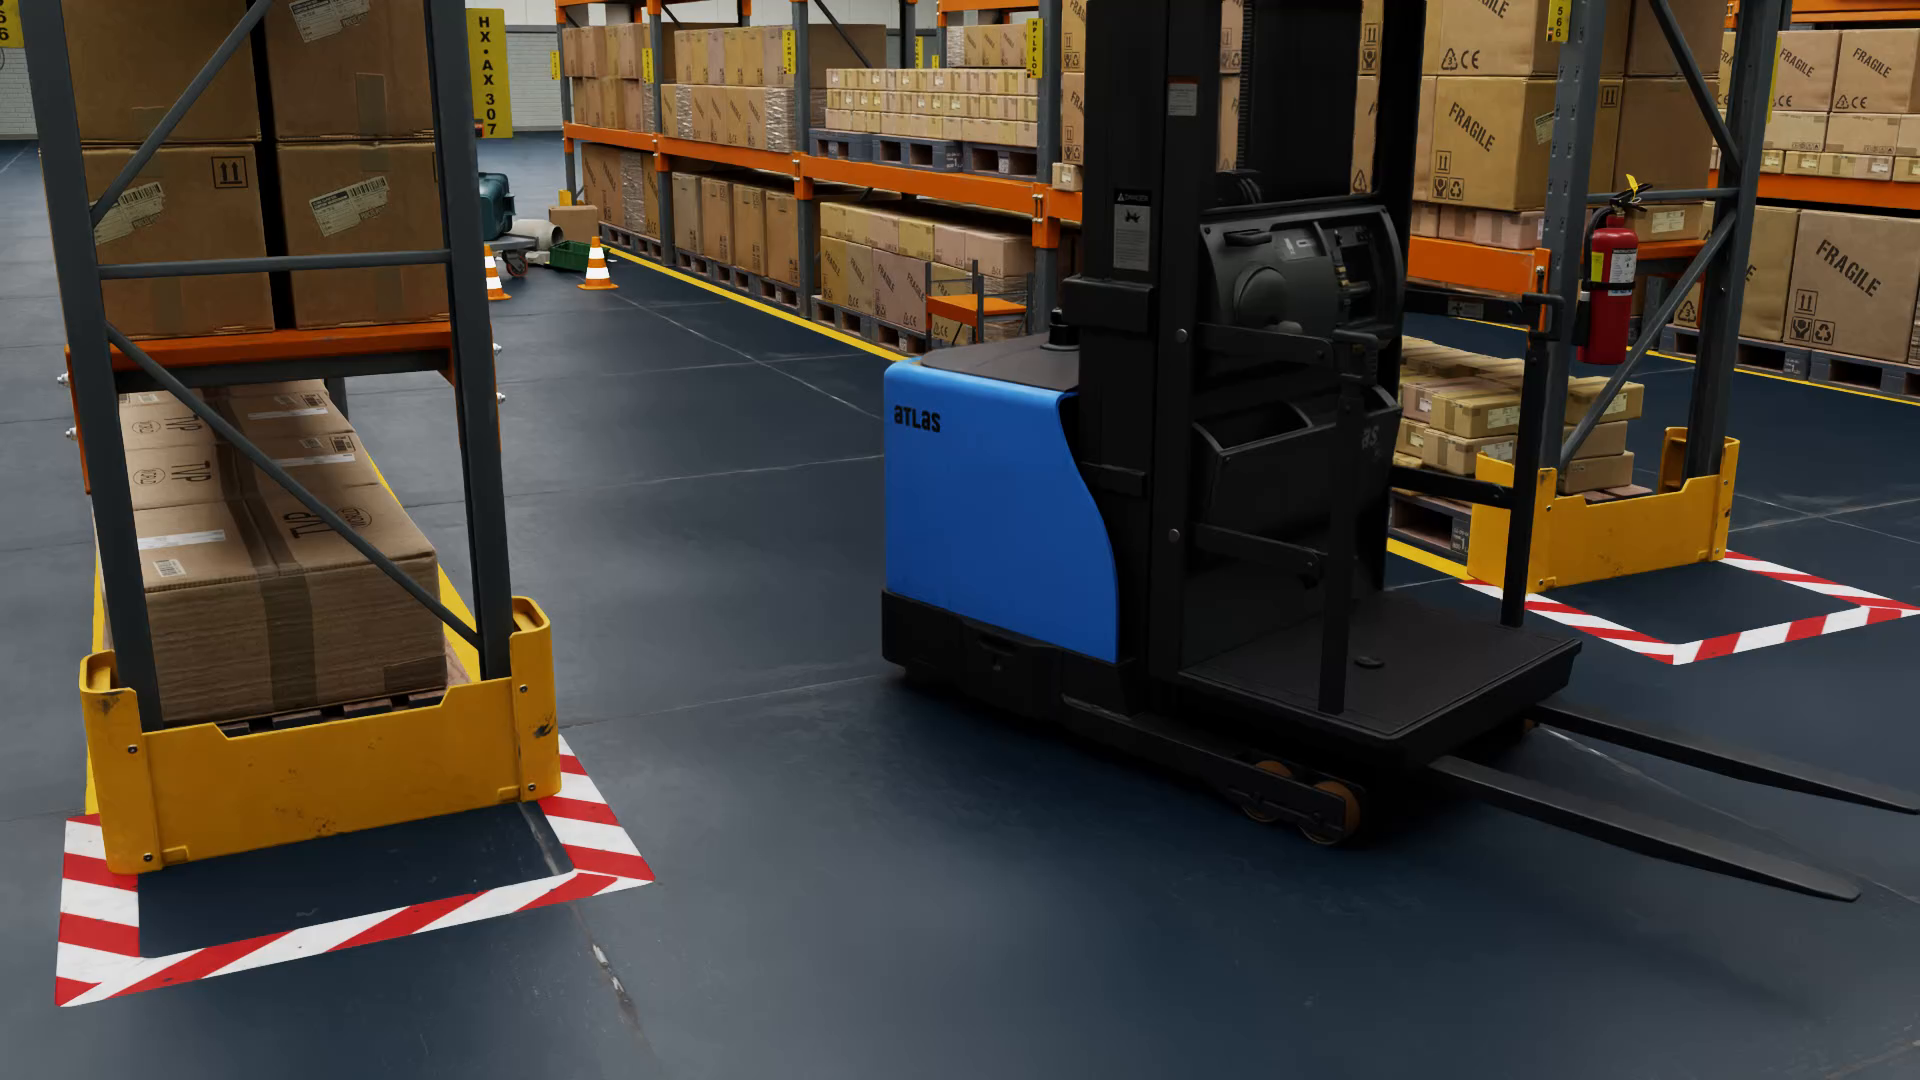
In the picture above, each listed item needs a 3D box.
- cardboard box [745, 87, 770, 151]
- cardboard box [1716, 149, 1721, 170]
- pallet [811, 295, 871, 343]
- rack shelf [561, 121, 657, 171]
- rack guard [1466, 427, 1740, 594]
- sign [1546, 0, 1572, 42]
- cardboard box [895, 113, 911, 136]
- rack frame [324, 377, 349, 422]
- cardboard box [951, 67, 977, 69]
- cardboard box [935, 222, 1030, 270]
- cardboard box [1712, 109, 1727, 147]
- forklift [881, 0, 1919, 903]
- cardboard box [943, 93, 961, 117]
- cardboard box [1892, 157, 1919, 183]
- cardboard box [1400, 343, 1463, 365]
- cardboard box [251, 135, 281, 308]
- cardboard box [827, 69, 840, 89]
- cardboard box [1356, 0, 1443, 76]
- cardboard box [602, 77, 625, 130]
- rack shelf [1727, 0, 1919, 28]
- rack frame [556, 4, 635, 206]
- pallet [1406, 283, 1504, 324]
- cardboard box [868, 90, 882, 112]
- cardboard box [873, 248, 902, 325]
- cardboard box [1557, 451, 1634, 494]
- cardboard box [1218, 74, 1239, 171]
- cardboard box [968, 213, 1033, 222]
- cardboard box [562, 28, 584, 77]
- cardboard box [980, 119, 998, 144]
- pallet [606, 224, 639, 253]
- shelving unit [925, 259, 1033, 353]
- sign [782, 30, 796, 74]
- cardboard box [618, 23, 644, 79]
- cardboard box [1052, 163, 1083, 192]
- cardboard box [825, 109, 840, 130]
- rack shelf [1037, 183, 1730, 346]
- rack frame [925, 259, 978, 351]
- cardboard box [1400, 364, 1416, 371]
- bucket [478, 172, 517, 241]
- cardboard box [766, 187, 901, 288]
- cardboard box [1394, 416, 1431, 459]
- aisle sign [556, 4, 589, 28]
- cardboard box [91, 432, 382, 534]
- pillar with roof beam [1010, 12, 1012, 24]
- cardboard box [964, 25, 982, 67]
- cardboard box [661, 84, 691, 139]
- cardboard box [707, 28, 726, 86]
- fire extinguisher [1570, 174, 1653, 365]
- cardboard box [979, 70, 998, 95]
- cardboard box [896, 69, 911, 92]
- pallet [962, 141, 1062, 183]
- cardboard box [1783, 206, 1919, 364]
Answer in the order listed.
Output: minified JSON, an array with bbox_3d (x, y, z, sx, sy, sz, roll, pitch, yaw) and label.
[{"bbox_3d":[-1.486,-3.554,14.017,0.500,0.500,0.500,-8,18,-25],"label":"cardboard box"},{"bbox_3d":[5.371,-2.586,11.280,0.380,0.149,0.250,-8,18,-27],"label":"cardboard box"},{"bbox_3d":[-0.489,-1.769,13.032,1.003,0.211,1.213,-8,18,-25],"label":"pallet"},{"bbox_3d":[-3.459,-4.445,18.606,1.077,0.370,4.000,-8,18,-25],"label":"rack shelf"},{"bbox_3d":[2.642,-0.137,6.821,1.175,0.500,0.348,-8,18,-25],"label":"rack guard"},{"bbox_3d":[2.167,-1.966,5.991,0.100,0.325,0.005,-8,18,-25],"label":"sign"},{"bbox_3d":[-0.233,-2.920,11.683,0.380,0.149,0.250,-7,18,-24],"label":"cardboard box"},{"bbox_3d":[-3.483,-1.688,7.695,1.000,3.000,0.127,-8,18,-25],"label":"rack frame"},{"bbox_3d":[0.385,-5.912,21.695,0.875,0.500,0.500,-8,18,-25],"label":"cardboard box"},{"bbox_3d":[0.156,-1.955,11.037,0.500,0.250,0.500,-7,17,-22],"label":"cardboard box"},{"bbox_3d":[5.396,-2.808,11.331,0.500,0.250,0.500,-8,18,-26],"label":"cardboard box"},{"bbox_3d":[1.135,-0.759,4.581,3.031,2.935,1.130,15,22,43],"label":"forklift"},{"bbox_3d":[0.111,-2.869,10.965,0.380,0.149,0.250,-9,18,-28],"label":"cardboard box"},{"bbox_3d":[5.940,-2.265,10.161,0.380,0.149,0.250,-8,18,-26],"label":"cardboard box"},{"bbox_3d":[2.230,-0.861,8.142,0.380,0.149,0.250,-7,17,-23],"label":"cardboard box"},{"bbox_3d":[-1.930,-1.020,5.186,0.500,0.500,0.500,-8,18,-26],"label":"cardboard box"},{"bbox_3d":[-0.800,-3.531,12.733,0.380,0.149,0.250,-8,18,-25],"label":"cardboard box"},{"bbox_3d":[2.029,-2.200,6.946,0.500,0.500,0.500,-8,18,-27],"label":"cardboard box"},{"bbox_3d":[-3.469,-4.858,18.470,0.875,0.550,0.500,-8,18,-25],"label":"cardboard box"},{"bbox_3d":[11.704,-6.665,20.906,1.077,0.370,4.000,-8,18,-25],"label":"rack shelf"},{"bbox_3d":[-4.335,-5.287,20.235,1.000,3.000,0.127,-8,18,-25],"label":"rack frame"},{"bbox_3d":[4.481,-2.030,13.943,1.003,0.211,1.213,-8,18,-25],"label":"pallet"},{"bbox_3d":[-0.447,-3.188,12.076,0.380,0.149,0.250,-8,18,-25],"label":"cardboard box"},{"bbox_3d":[-0.297,-1.846,12.016,0.500,0.500,0.500,-8,18,-26],"label":"cardboard box"},{"bbox_3d":[2.733,-0.320,7.333,0.380,0.149,0.250,-7,18,-24],"label":"cardboard box"},{"bbox_3d":[1.586,-1.969,7.952,0.500,0.500,0.500,-7,17,-22],"label":"cardboard box"},{"bbox_3d":[0.381,-2.146,11.701,0.500,0.250,0.500,-7,17,-23],"label":"cardboard box"},{"bbox_3d":[-4.207,-5.781,19.729,0.875,0.550,0.550,-8,18,-25],"label":"cardboard box"},{"bbox_3d":[0.349,-2.593,10.543,0.380,0.149,0.250,-8,18,-25],"label":"cardboard box"},{"bbox_3d":[-3.384,-3.455,18.909,1.003,0.211,1.213,-8,18,-25],"label":"pallet"},{"bbox_3d":[0.073,-0.536,6.942,0.258,1.200,0.503,-8,18,-25],"label":"shelving unit"},{"bbox_3d":[-1.327,-3.792,12.926,0.100,0.325,0.005,-8,18,-25],"label":"sign"},{"bbox_3d":[-3.058,-5.104,17.369,0.875,0.550,0.550,-8,18,-25],"label":"cardboard box"},{"bbox_3d":[0.752,-2.081,9.519,0.380,0.149,0.250,-7,17,-23],"label":"cardboard box"},{"bbox_3d":[-0.815,-3.249,12.828,0.380,0.149,0.250,-8,18,-26],"label":"cardboard box"},{"bbox_3d":[1.799,-1.470,8.238,1.077,0.370,4.000,-8,18,-25],"label":"rack shelf"},{"bbox_3d":[-0.034,-0.596,7.153,0.240,1.200,0.015,-8,18,-25],"label":"rack frame"},{"bbox_3d":[1.873,-0.727,7.676,0.380,0.149,0.250,-8,18,-27],"label":"cardboard box"},{"bbox_3d":[-4.714,-3.207,16.168,0.726,0.611,0.620,-2,26,-6],"label":"bucket"},{"bbox_3d":[-1.016,-2.585,14.139,1.050,0.750,0.750,-8,18,-26],"label":"cardboard box"},{"bbox_3d":[2.121,-0.462,7.289,0.380,0.149,0.250,-8,18,-26],"label":"cardboard box"},{"bbox_3d":[-4.635,-6.518,19.812,0.394,0.787,0.004,-8,18,-25],"label":"aisle sign"},{"bbox_3d":[-2.518,-0.044,5.849,0.875,0.438,0.875,-7,17,-23],"label":"cardboard box"},{"bbox_3d":[-2.402,-17.390,51.535,9.100,9.000,0.400,-8,18,-25],"label":"pillar with roof beam"},{"bbox_3d":[0.377,-6.239,21.019,0.500,0.500,0.500,-8,18,-25],"label":"cardboard box"},{"bbox_3d":[-2.594,-4.180,16.197,0.500,0.500,0.500,-7,18,-24],"label":"cardboard box"},{"bbox_3d":[-1.911,-4.448,15.320,0.700,0.500,0.500,-7,18,-24],"label":"cardboard box"},{"bbox_3d":[2.370,-0.985,6.060,0.296,0.674,0.183,-8,18,-25],"label":"fire extinguisher"},{"bbox_3d":[0.341,-2.885,10.482,0.380,0.149,0.250,-8,18,-27],"label":"cardboard box"},{"bbox_3d":[-0.224,-3.206,11.602,0.380,0.149,0.250,-7,17,-23],"label":"cardboard box"},{"bbox_3d":[0.718,-2.426,10.615,1.003,0.211,1.213,-8,18,-25],"label":"pallet"},{"bbox_3d":[6.037,-1.670,10.721,0.875,0.875,0.875,-8,18,-25],"label":"cardboard box"}]
